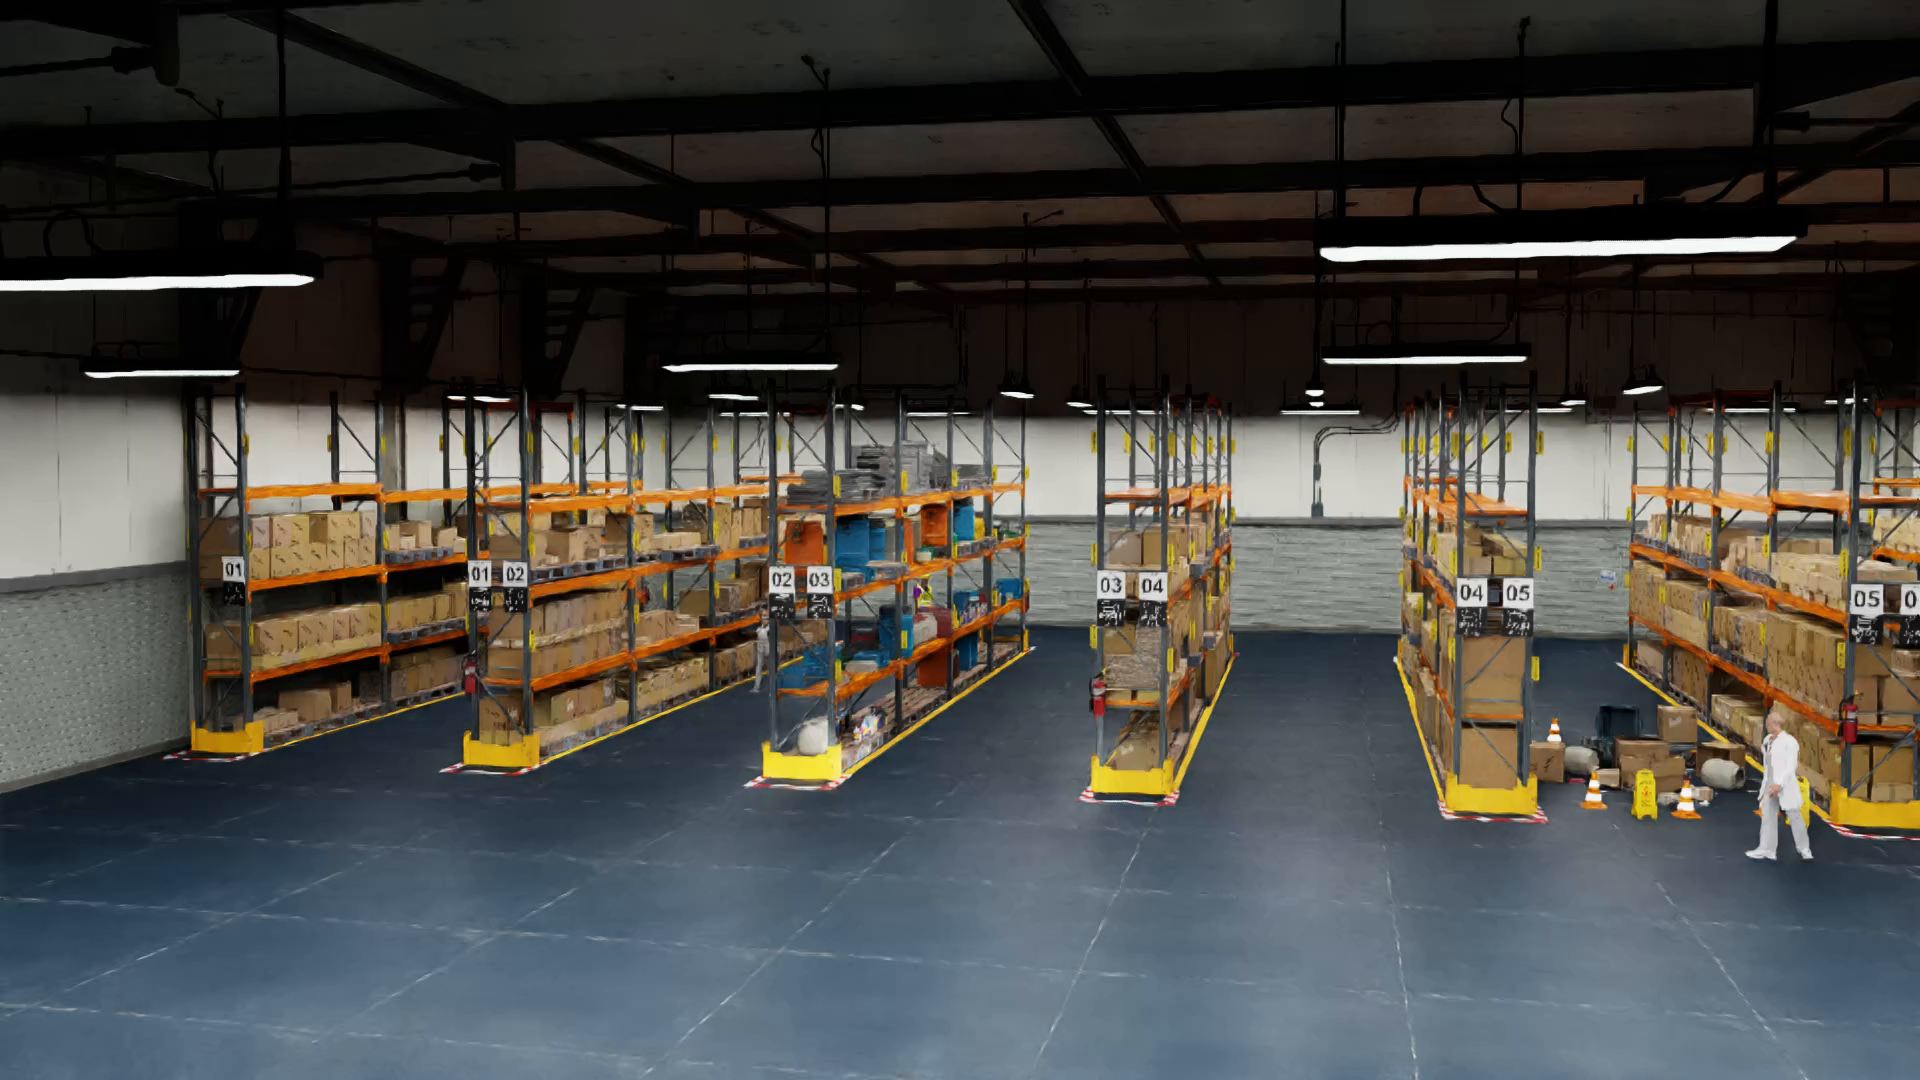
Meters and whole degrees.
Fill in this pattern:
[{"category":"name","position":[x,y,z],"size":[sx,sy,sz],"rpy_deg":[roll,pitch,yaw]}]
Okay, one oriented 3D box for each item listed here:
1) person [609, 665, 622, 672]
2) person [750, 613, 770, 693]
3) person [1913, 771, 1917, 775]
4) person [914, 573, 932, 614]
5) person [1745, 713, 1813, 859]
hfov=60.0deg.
[{"category":"person","position":[-7.235,2.137,35.185],"size":[0.451,1.679,0.540],"rpy_deg":[-1,3,-17]},{"category":"person","position":[-3.917,2.265,33.666],"size":[0.488,1.586,1.079],"rpy_deg":[1,3,10]},{"category":"person","position":[14.469,2.690,24.733],"size":[0.497,1.764,0.625],"rpy_deg":[3,4,43]},{"category":"person","position":[-0.878,1.697,42.203],"size":[0.731,1.759,0.532],"rpy_deg":[-3,4,-41]},{"category":"person","position":[9.924,2.971,20.085],"size":[0.767,1.771,0.604],"rpy_deg":[-1,3,-17]}]
